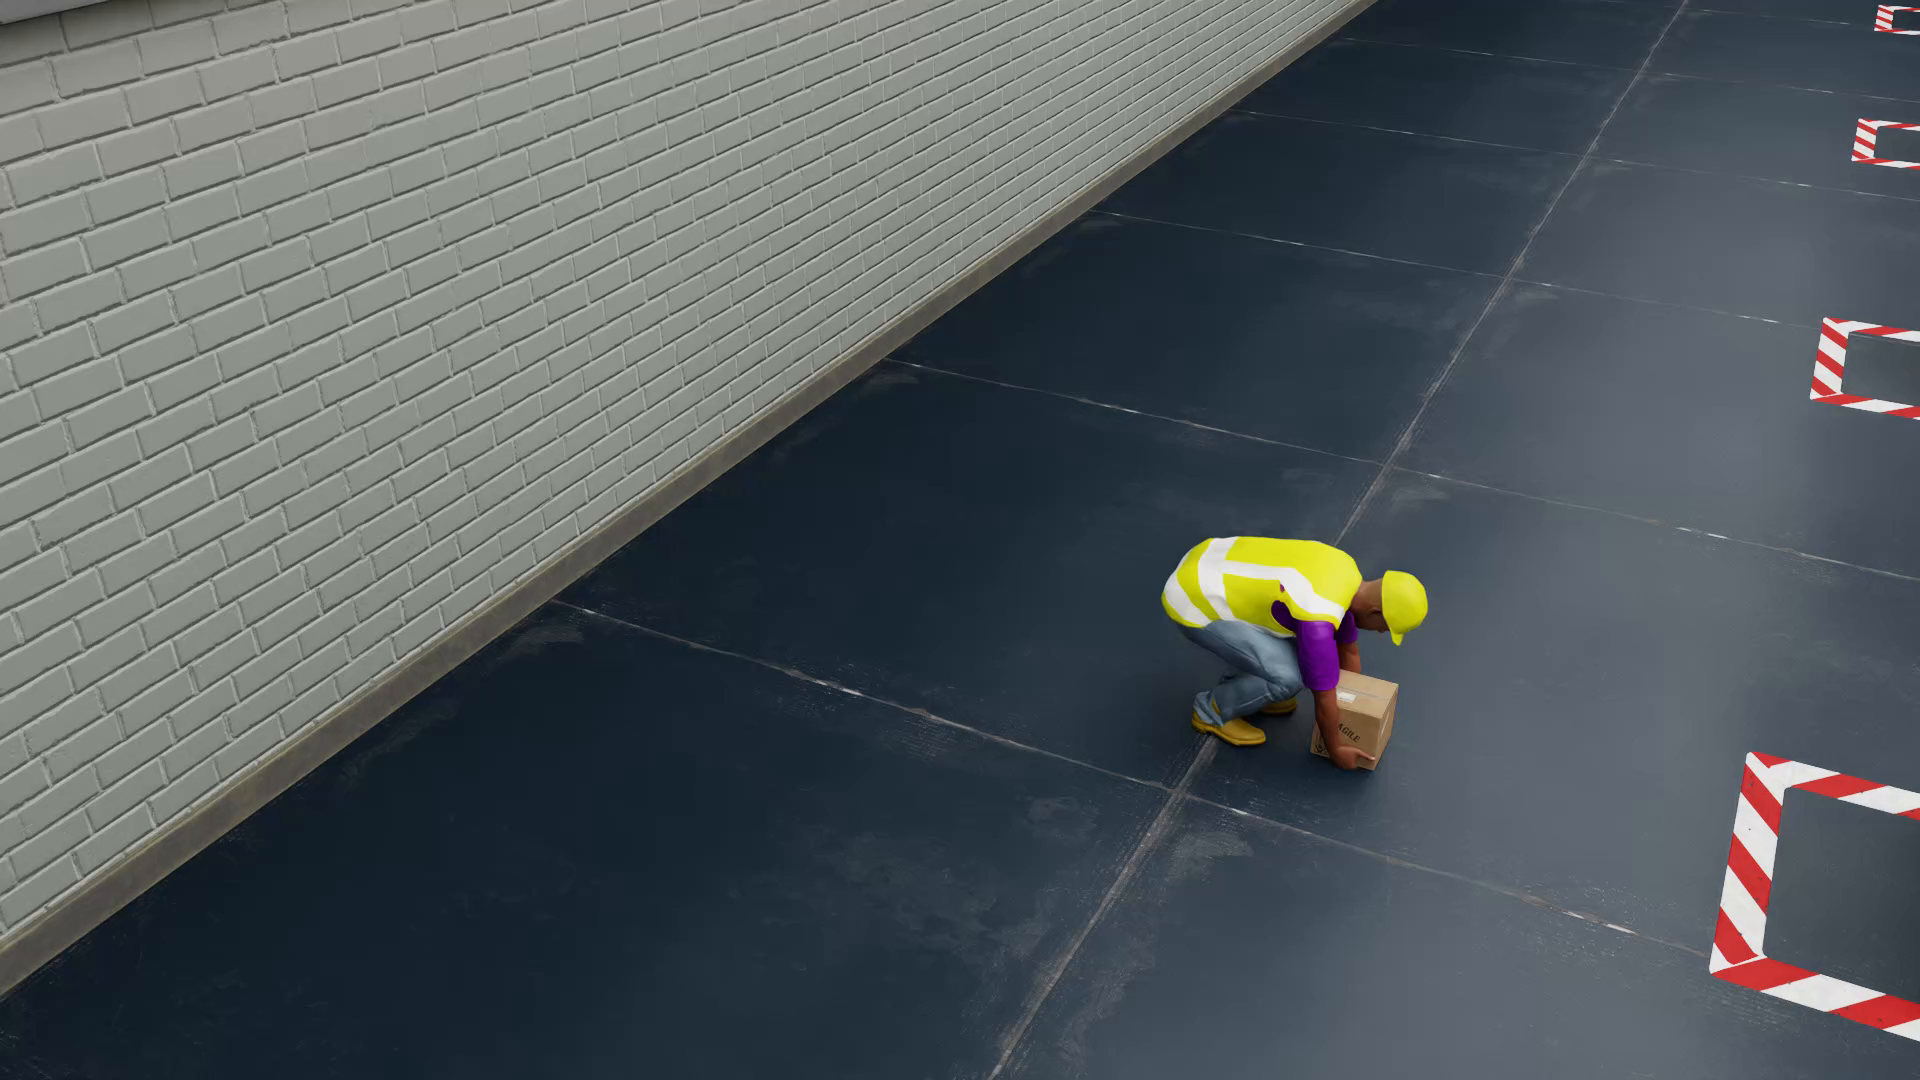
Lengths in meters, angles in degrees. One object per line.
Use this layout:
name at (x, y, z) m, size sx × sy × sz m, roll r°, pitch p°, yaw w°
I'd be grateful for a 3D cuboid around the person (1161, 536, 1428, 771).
person at (1.270, 0.391, 6.410) m, size 0.973 × 0.824 × 0.528 m, roll 13°, pitch 33°, yaw 22°
